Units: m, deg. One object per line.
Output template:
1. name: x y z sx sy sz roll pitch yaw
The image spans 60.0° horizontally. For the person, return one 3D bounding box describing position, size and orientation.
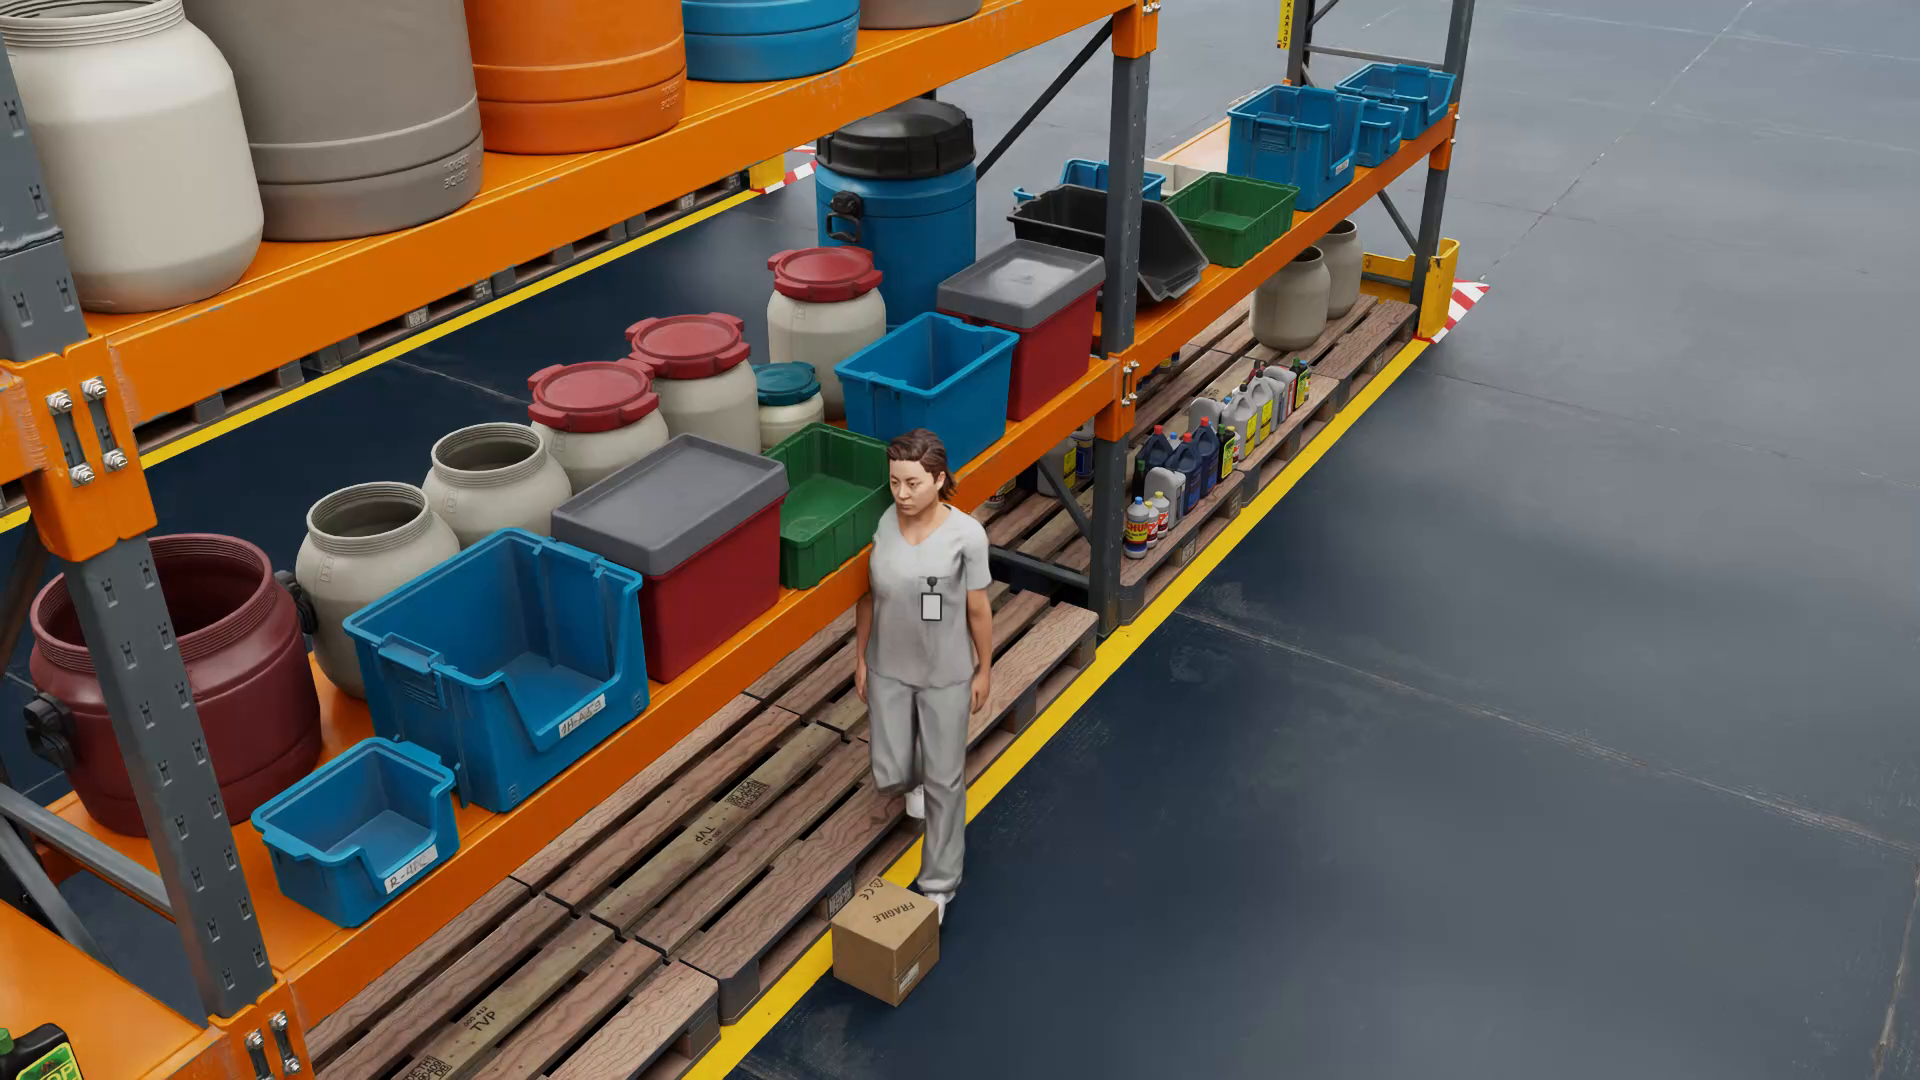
1. person: -0.139 0.443 5.382 0.455 1.656 0.667 9 32 14
